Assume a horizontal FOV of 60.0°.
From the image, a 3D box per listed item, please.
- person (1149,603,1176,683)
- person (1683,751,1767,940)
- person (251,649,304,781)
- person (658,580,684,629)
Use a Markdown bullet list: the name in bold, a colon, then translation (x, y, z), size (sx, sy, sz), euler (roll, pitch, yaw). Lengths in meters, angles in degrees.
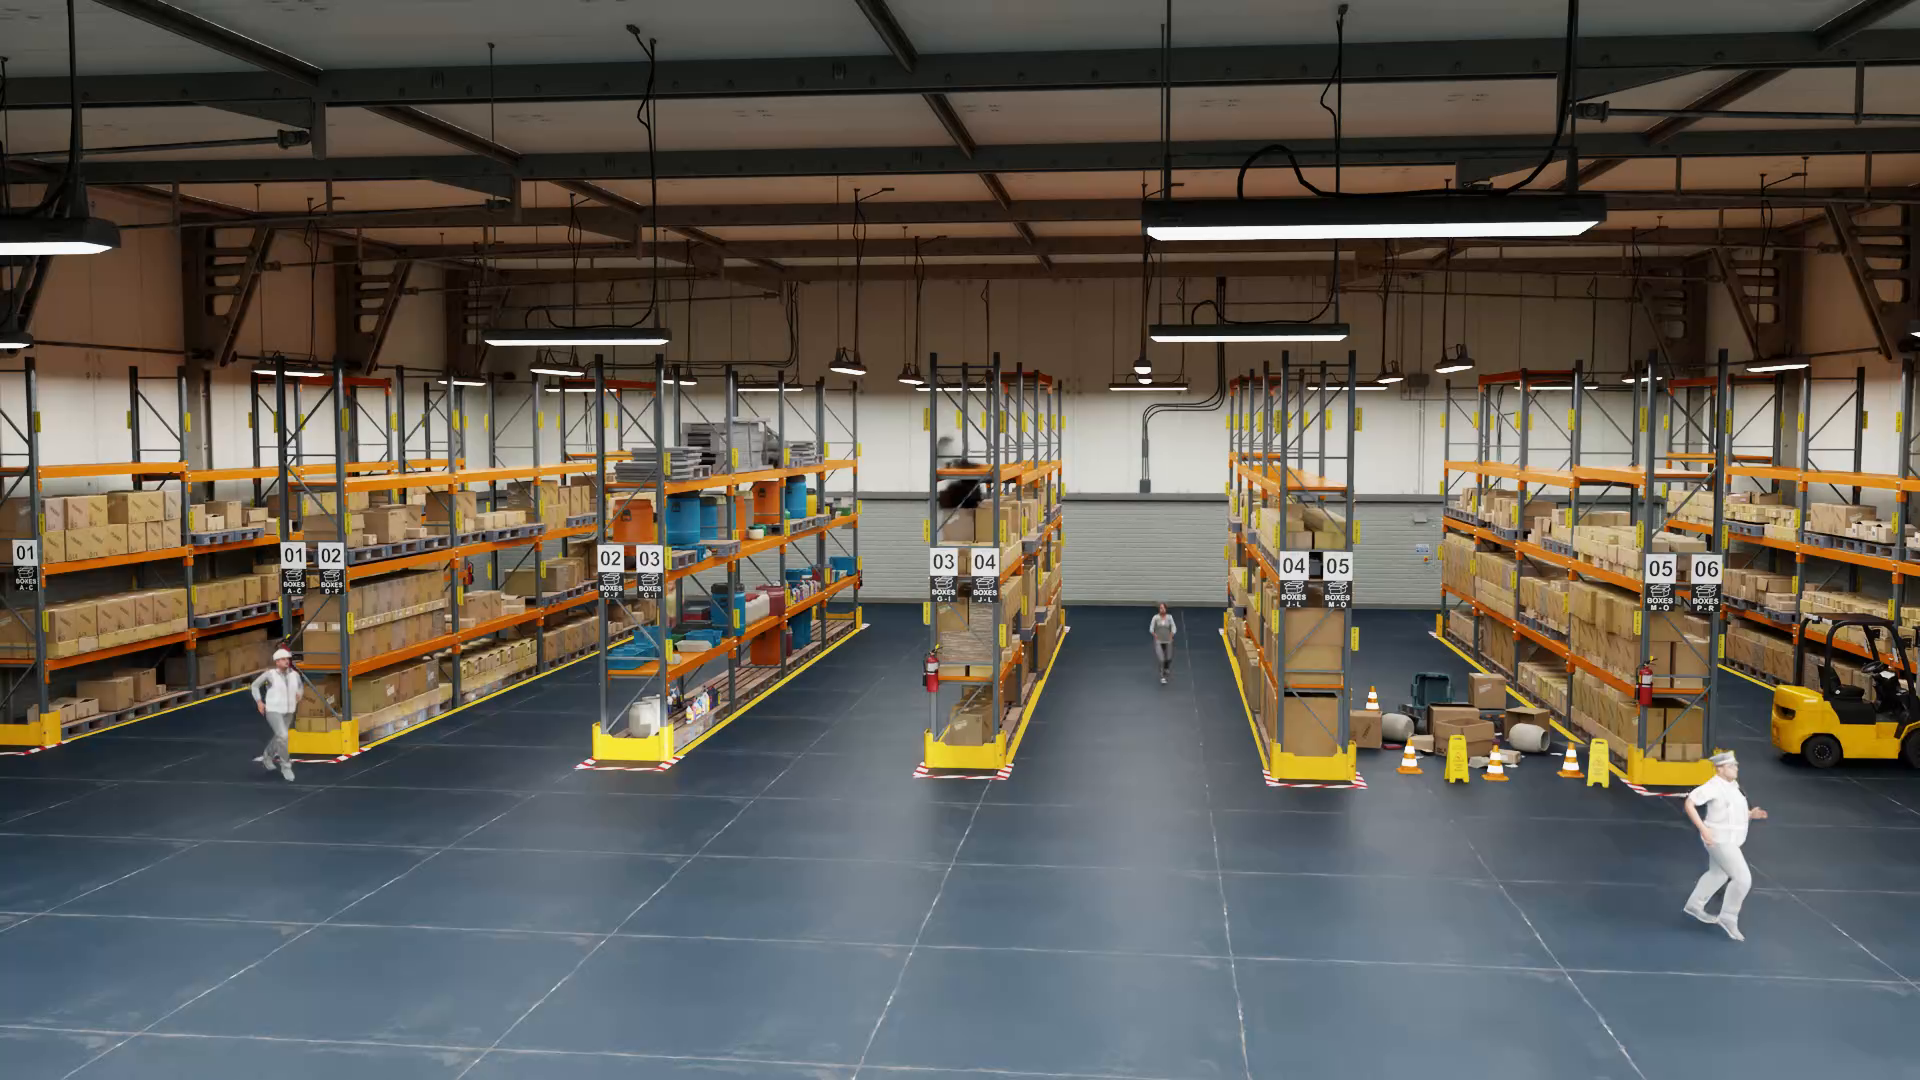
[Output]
- **person**: translation (3.887, 1.972, 31.849), size (0.512, 1.554, 0.530), euler (0, 4, 2)
- **person**: translation (7.485, 2.976, 16.293), size (0.768, 1.850, 0.629), euler (4, 5, 41)
- **person**: translation (-9.614, 2.442, 23.570), size (0.881, 1.805, 0.655), euler (2, 5, 31)
- **person**: translation (-6.239, 1.649, 35.865), size (0.588, 1.632, 0.779), euler (0, 4, 0)
